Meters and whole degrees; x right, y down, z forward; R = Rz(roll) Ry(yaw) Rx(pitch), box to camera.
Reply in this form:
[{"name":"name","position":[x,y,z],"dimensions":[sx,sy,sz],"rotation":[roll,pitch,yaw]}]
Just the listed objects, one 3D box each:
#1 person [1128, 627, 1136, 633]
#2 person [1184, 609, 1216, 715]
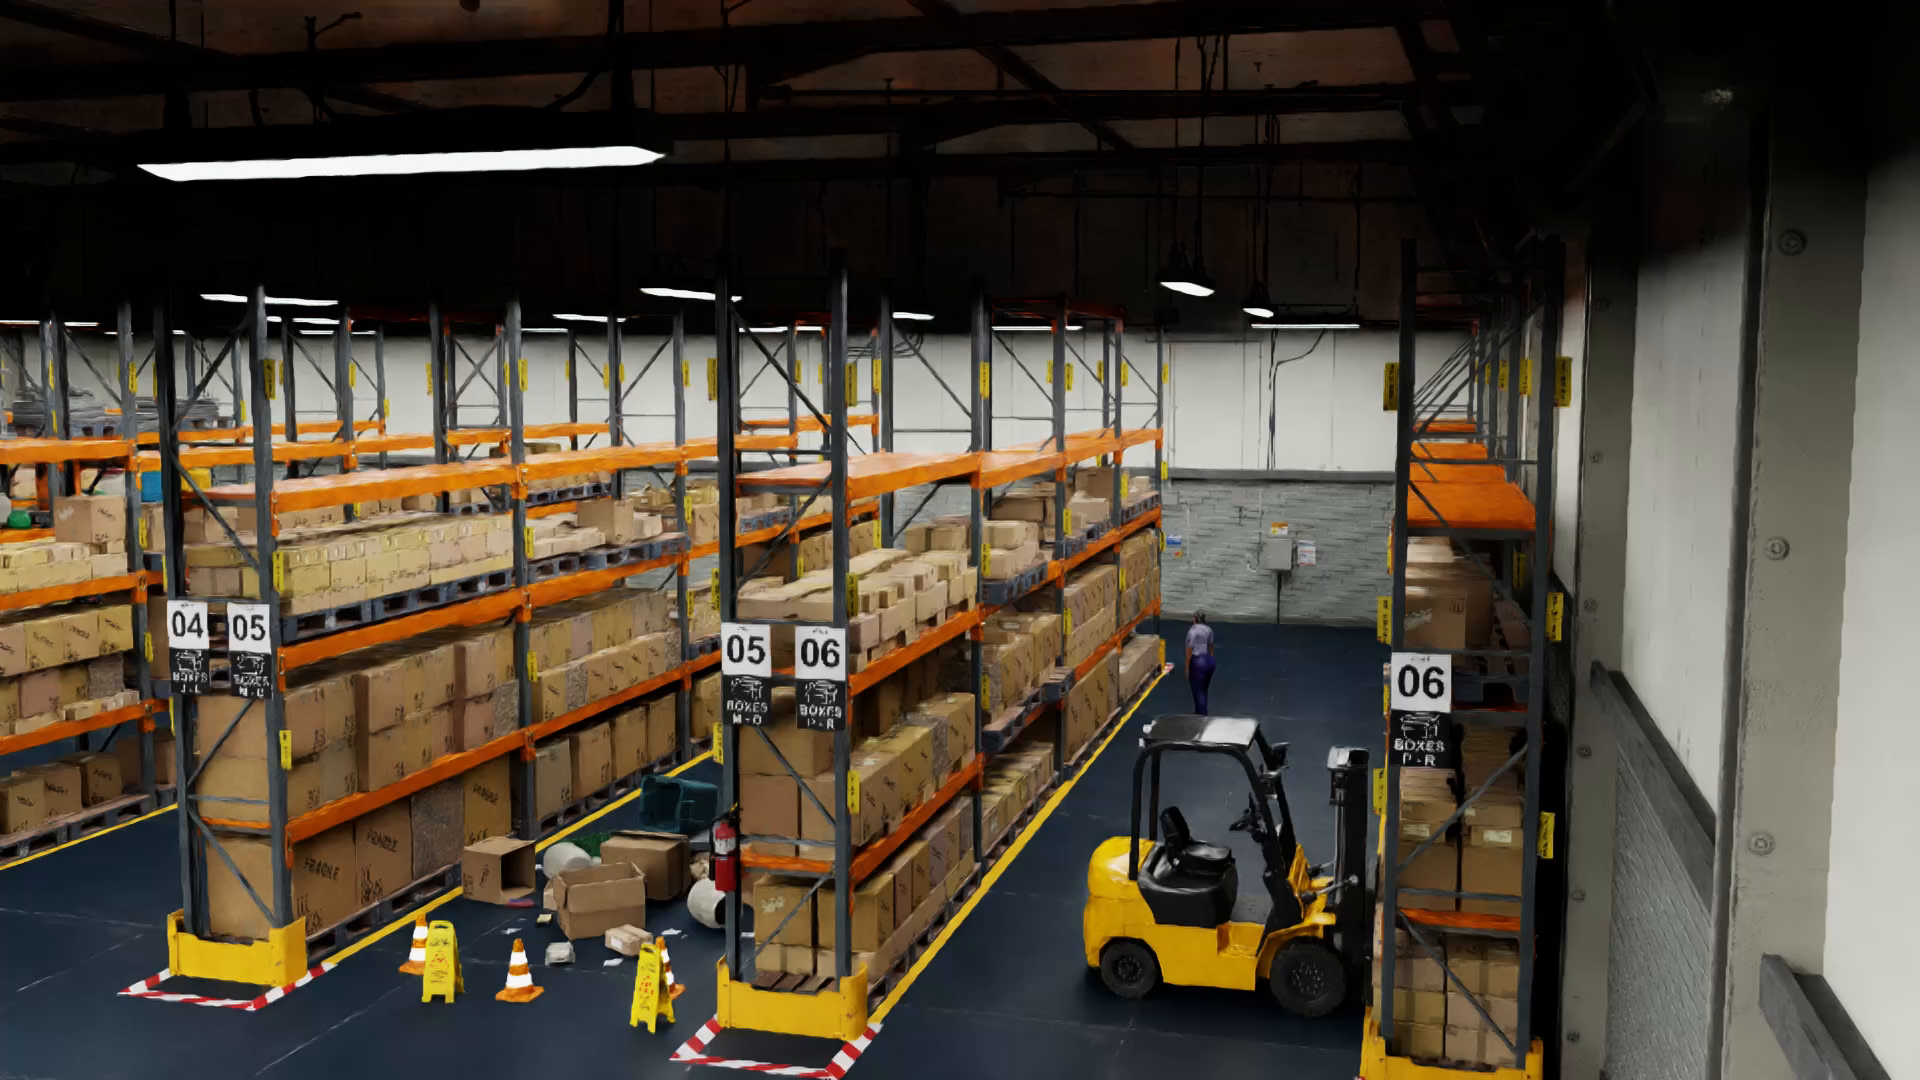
[{"name":"person","position":[3.072,1.008,30.931],"dimensions":[0.498,1.750,0.667],"rotation":[-2,6,-20]},{"name":"person","position":[3.418,1.811,23.912],"dimensions":[0.598,1.644,0.556],"rotation":[-6,8,-43]}]
